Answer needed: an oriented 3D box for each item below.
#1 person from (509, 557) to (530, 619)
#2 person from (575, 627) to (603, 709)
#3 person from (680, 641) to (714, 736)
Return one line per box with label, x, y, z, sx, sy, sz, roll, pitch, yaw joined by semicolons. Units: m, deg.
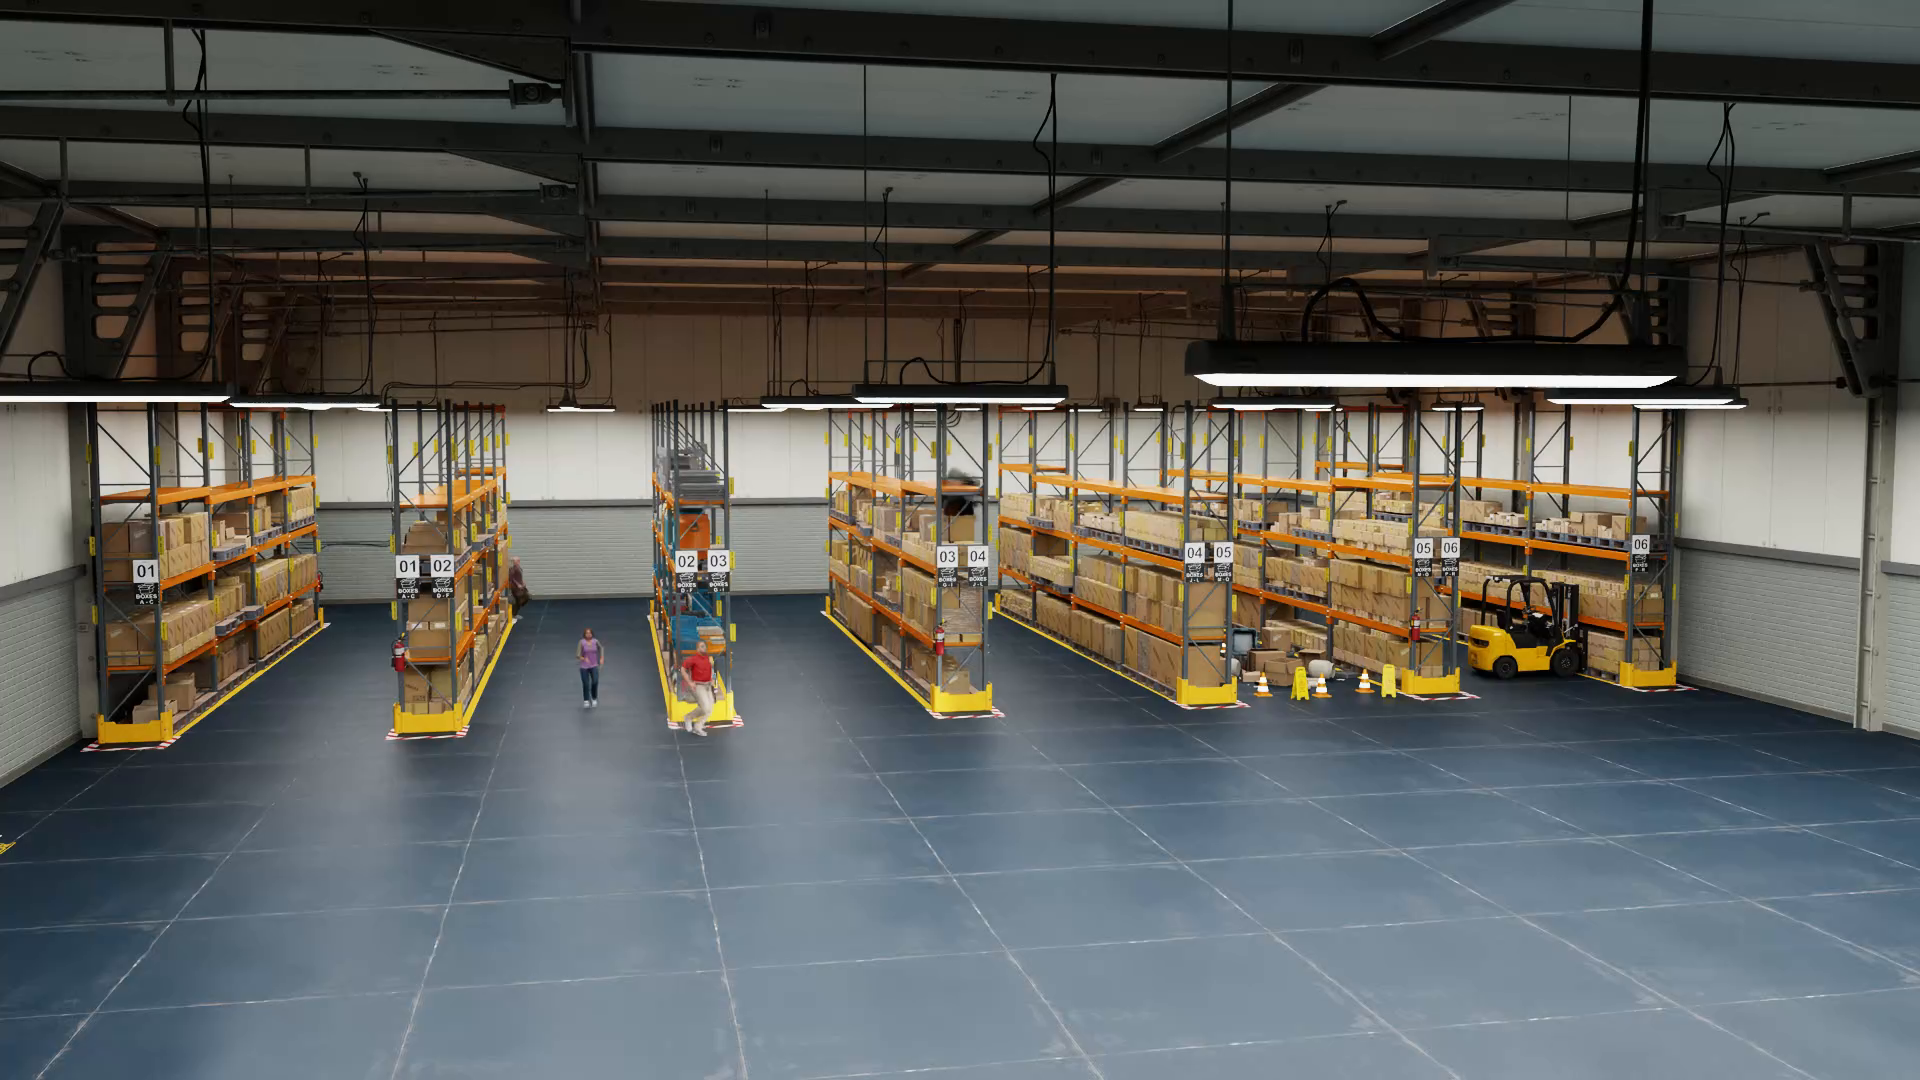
person;-12.392;1.340;46.705;0.546;1.742;0.740;0;4;2
person;-7.189;2.496;32.337;0.567;1.593;0.650;-2;5;-20
person;-4.624;2.654;29.719;0.547;1.681;0.674;2;5;26
